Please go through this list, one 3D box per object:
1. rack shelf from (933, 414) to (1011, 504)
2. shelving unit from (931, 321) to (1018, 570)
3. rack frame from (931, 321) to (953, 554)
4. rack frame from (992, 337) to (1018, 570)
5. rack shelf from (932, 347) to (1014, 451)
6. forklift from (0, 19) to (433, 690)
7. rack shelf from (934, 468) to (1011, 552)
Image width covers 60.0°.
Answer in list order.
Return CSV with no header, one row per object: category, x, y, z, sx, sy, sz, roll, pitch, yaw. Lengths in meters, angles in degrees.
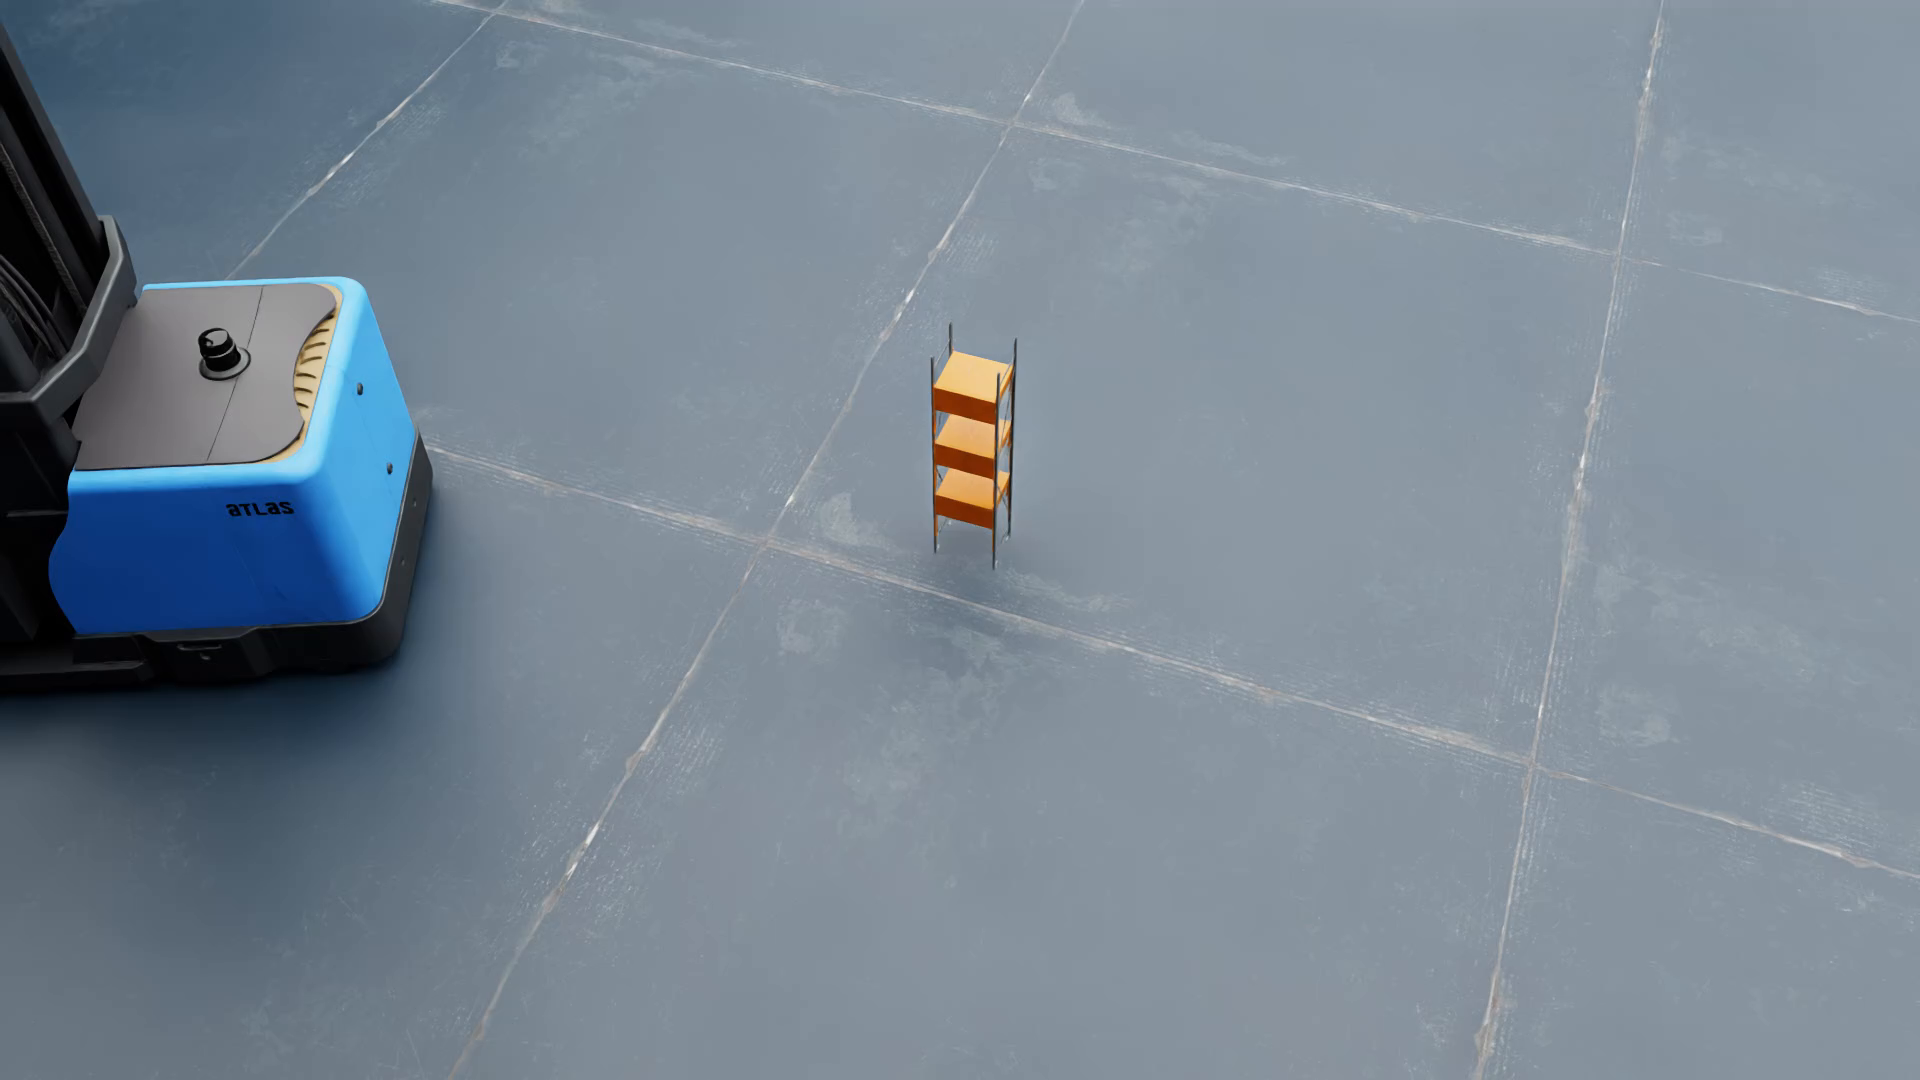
rack shelf,0.050,-0.323,6.216,0.240,0.259,0.215,16,51,13
shelving unit,0.050,-0.330,6.208,0.252,1.050,0.215,16,51,13
rack frame,-0.064,-0.362,6.235,0.008,1.050,0.200,16,51,13
rack frame,0.165,-0.298,6.180,0.008,1.050,0.200,16,51,13
rack shelf,0.050,-0.509,6.001,0.240,0.259,0.215,16,51,13
forklift,-3.623,-0.784,5.357,3.031,2.935,1.130,-3,49,-2
rack shelf,0.050,-0.141,6.426,0.240,0.259,0.215,16,51,13
